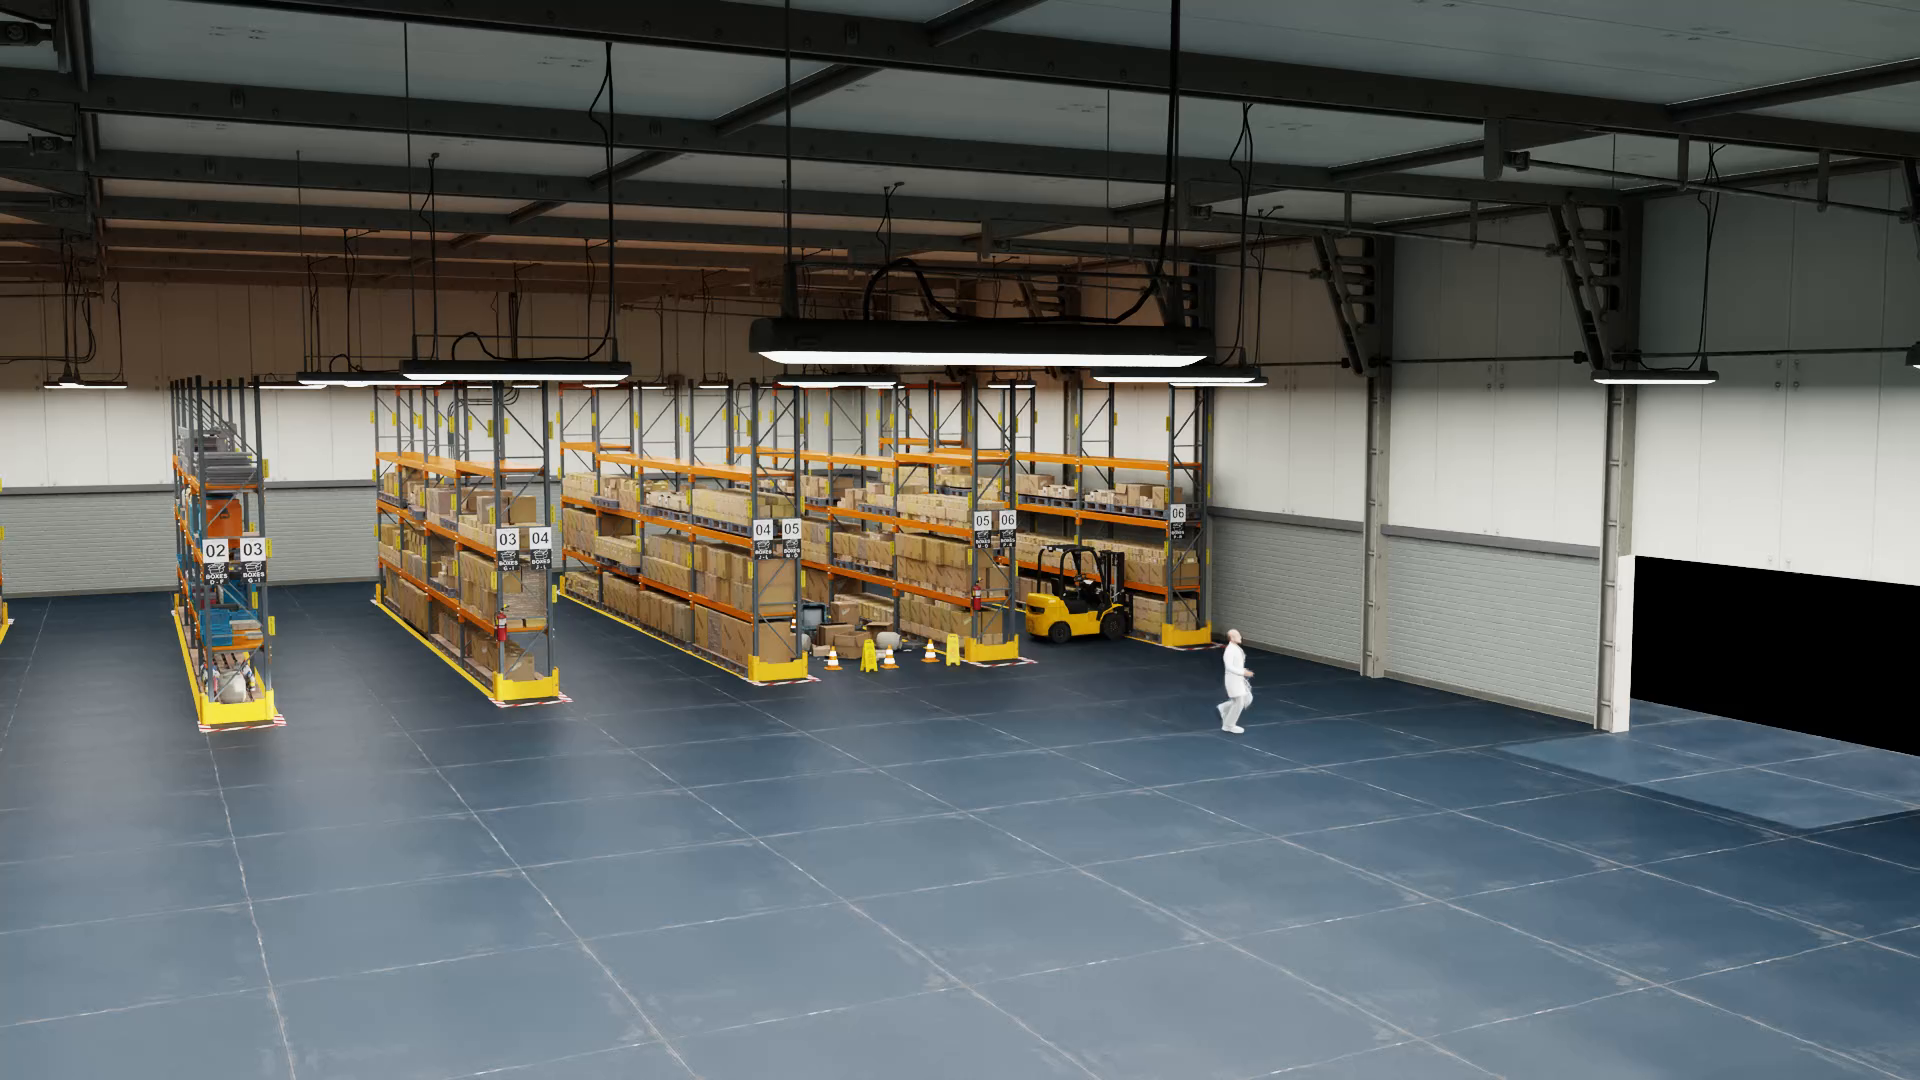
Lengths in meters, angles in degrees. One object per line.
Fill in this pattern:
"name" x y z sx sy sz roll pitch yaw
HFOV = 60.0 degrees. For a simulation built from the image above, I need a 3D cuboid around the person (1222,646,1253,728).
"person" 4.651 2.455 28.015 0.524 1.432 0.383 2 5 21
